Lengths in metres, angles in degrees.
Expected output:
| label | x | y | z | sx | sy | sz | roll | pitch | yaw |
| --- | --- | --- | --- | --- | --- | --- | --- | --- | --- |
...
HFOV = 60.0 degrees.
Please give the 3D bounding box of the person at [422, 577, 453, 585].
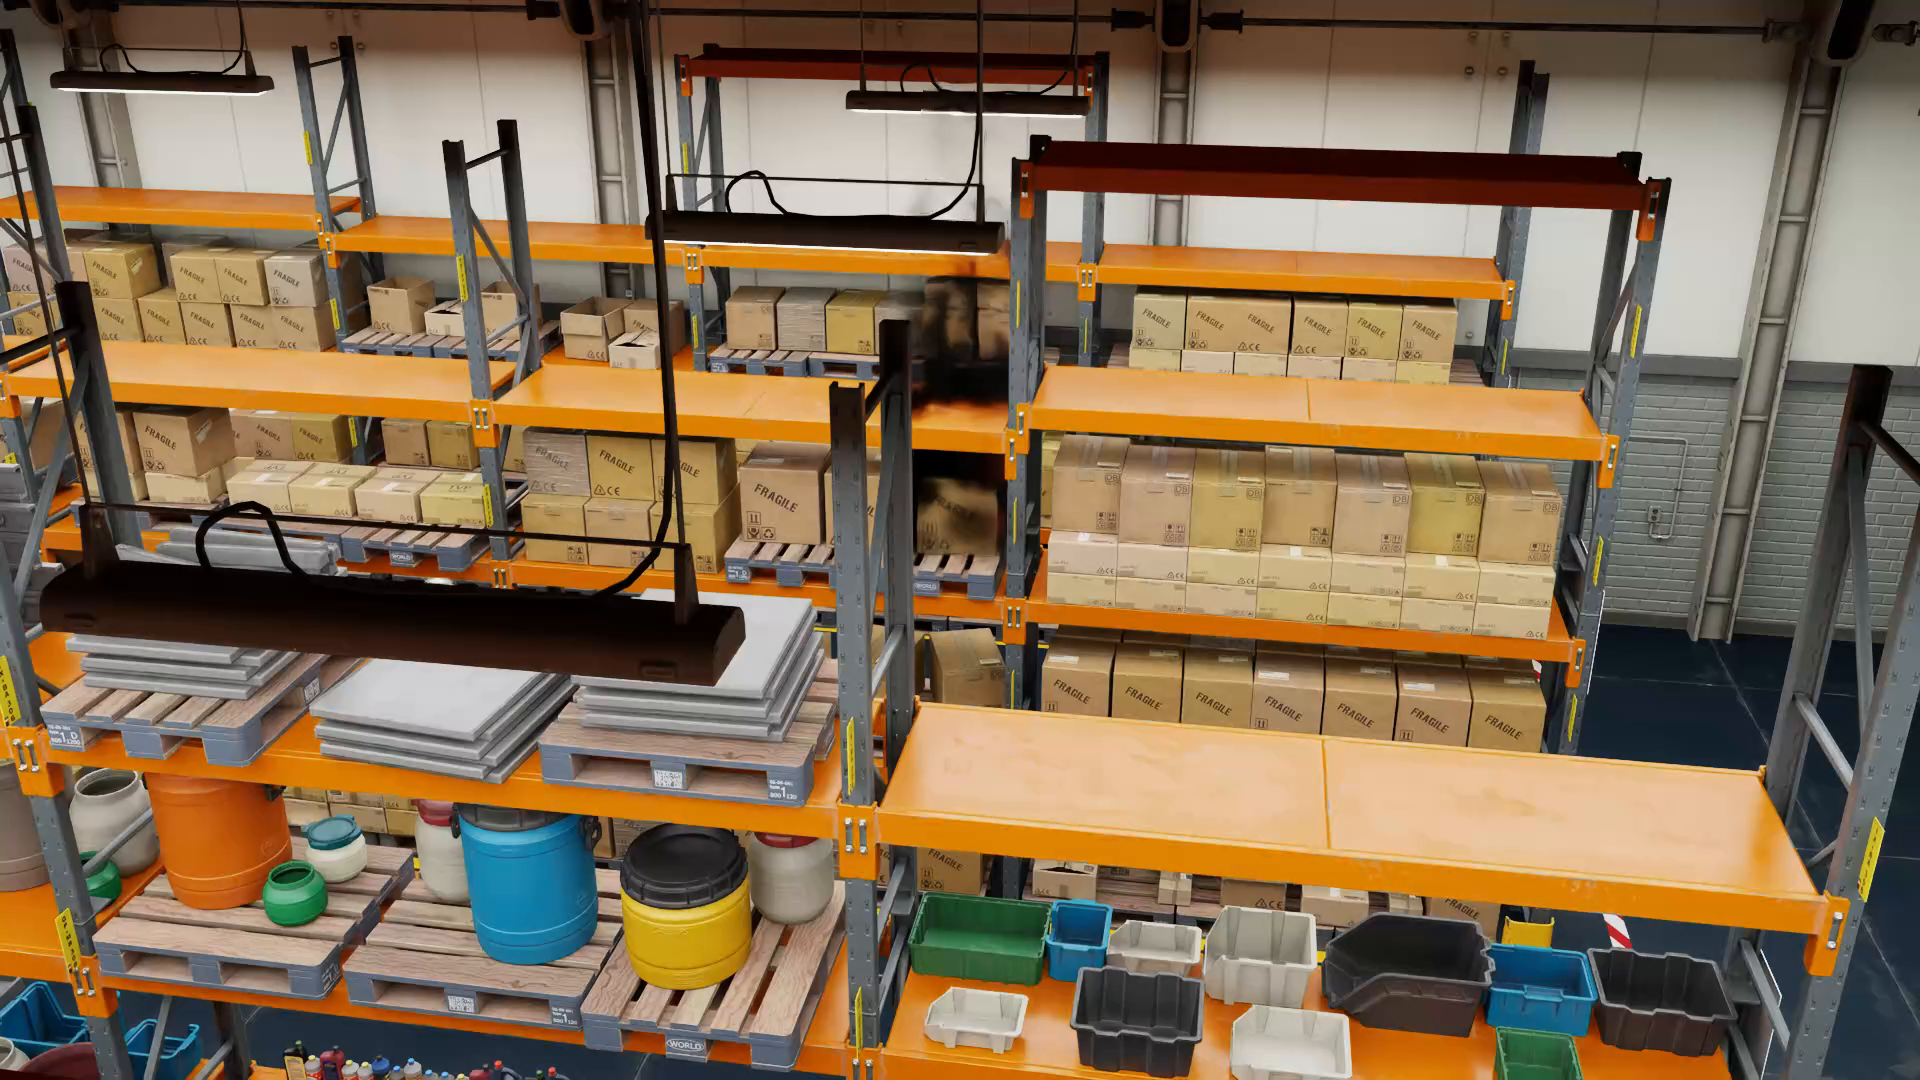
| label | x | y | z | sx | sy | sz | roll | pitch | yaw |
| --- | --- | --- | --- | --- | --- | --- | --- | --- | --- |
| person | -4.996 | 0.834 | 16.298 | 0.886 | 1.647 | 0.592 | -1 | 23 | -3 |
